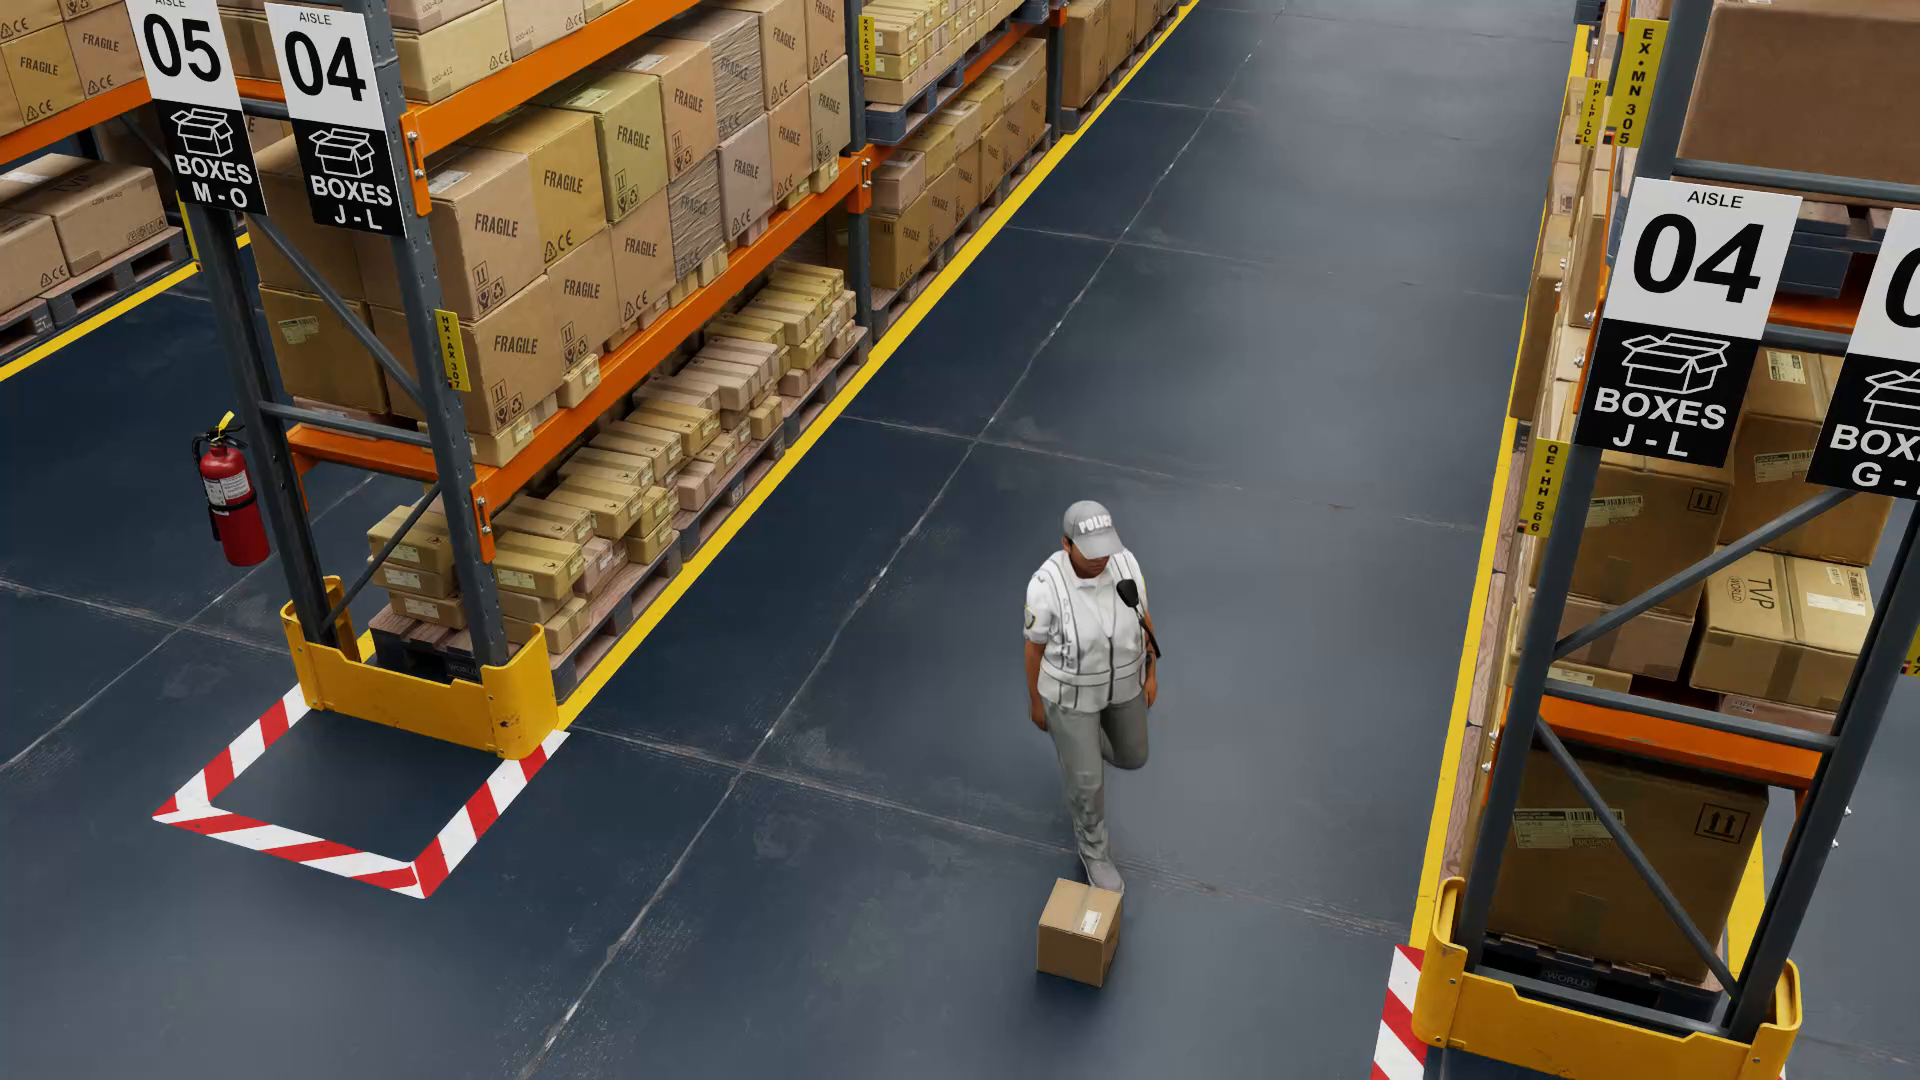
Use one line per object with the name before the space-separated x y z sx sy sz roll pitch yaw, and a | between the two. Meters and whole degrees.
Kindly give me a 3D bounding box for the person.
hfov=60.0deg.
person | 0.480 0.526 6.328 0.525 1.646 0.734 -13 36 -19
